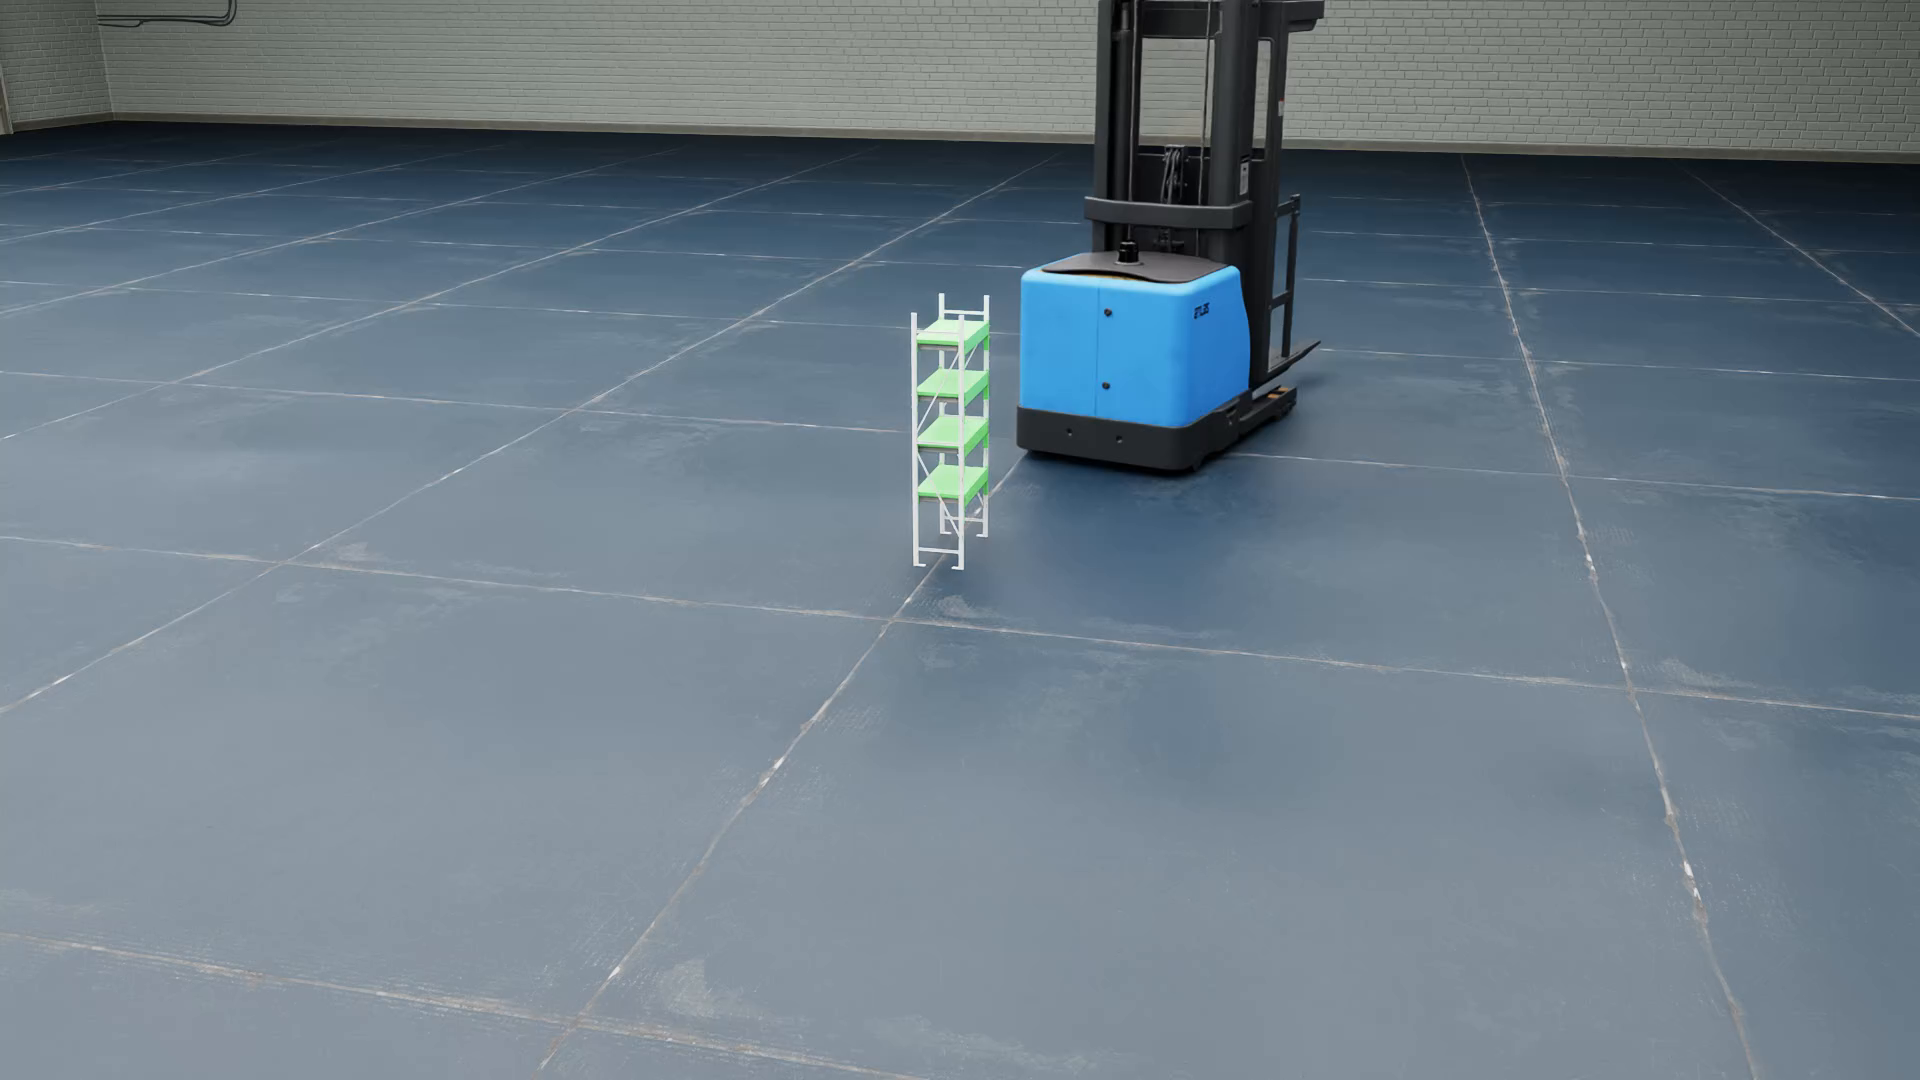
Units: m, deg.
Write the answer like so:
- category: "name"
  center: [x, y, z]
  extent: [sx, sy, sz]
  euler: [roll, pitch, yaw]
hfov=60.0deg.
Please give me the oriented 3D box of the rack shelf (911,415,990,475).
- category: "rack shelf"
  center: [-0.040, -0.455, 7.862]
  extent: [0.258, 0.148, 0.480]
  euler: [5, 19, 13]

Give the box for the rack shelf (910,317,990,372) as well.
- category: "rack shelf"
  center: [-0.040, -0.910, 7.707]
  extent: [0.258, 0.148, 0.480]
  euler: [5, 19, 13]

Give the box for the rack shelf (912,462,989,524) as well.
- category: "rack shelf"
  center: [-0.040, -0.228, 7.940]
  extent: [0.258, 0.148, 0.480]
  euler: [5, 19, 13]

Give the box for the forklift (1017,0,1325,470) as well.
- category: "forklift"
  center: [1.483, -2.198, 10.088]
  extent: [1.130, 2.935, 3.031]
  euler: [10, 21, 27]

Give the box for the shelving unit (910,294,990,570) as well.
- category: "shelving unit"
  center: [-0.040, -0.516, 7.842]
  extent: [0.258, 1.200, 0.503]
  euler: [5, 19, 13]

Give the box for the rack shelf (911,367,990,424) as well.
- category: "rack shelf"
  center: [-0.040, -0.683, 7.785]
  extent: [0.258, 0.148, 0.480]
  euler: [5, 19, 13]

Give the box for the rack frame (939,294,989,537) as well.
- category: "rack frame"
  center: [0.019, -0.592, 8.066]
  extent: [0.240, 1.200, 0.015]
  euler: [5, 19, 13]

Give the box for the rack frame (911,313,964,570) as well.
- category: "rack frame"
  center: [-0.100, -0.439, 7.618]
  extent: [0.240, 1.200, 0.015]
  euler: [5, 19, 13]

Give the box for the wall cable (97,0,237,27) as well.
- category: "wall cable"
  center: [-14.562, -10.586, 30.062]
  extent: [3.097, 2.526, 0.112]
  euler: [5, 19, 13]

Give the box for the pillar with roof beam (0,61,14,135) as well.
- category: "pillar with roof beam"
  center: [-12.390, -10.896, 26.167]
  extent: [9.100, 9.000, 0.400]
  euler: [5, 19, 13]
